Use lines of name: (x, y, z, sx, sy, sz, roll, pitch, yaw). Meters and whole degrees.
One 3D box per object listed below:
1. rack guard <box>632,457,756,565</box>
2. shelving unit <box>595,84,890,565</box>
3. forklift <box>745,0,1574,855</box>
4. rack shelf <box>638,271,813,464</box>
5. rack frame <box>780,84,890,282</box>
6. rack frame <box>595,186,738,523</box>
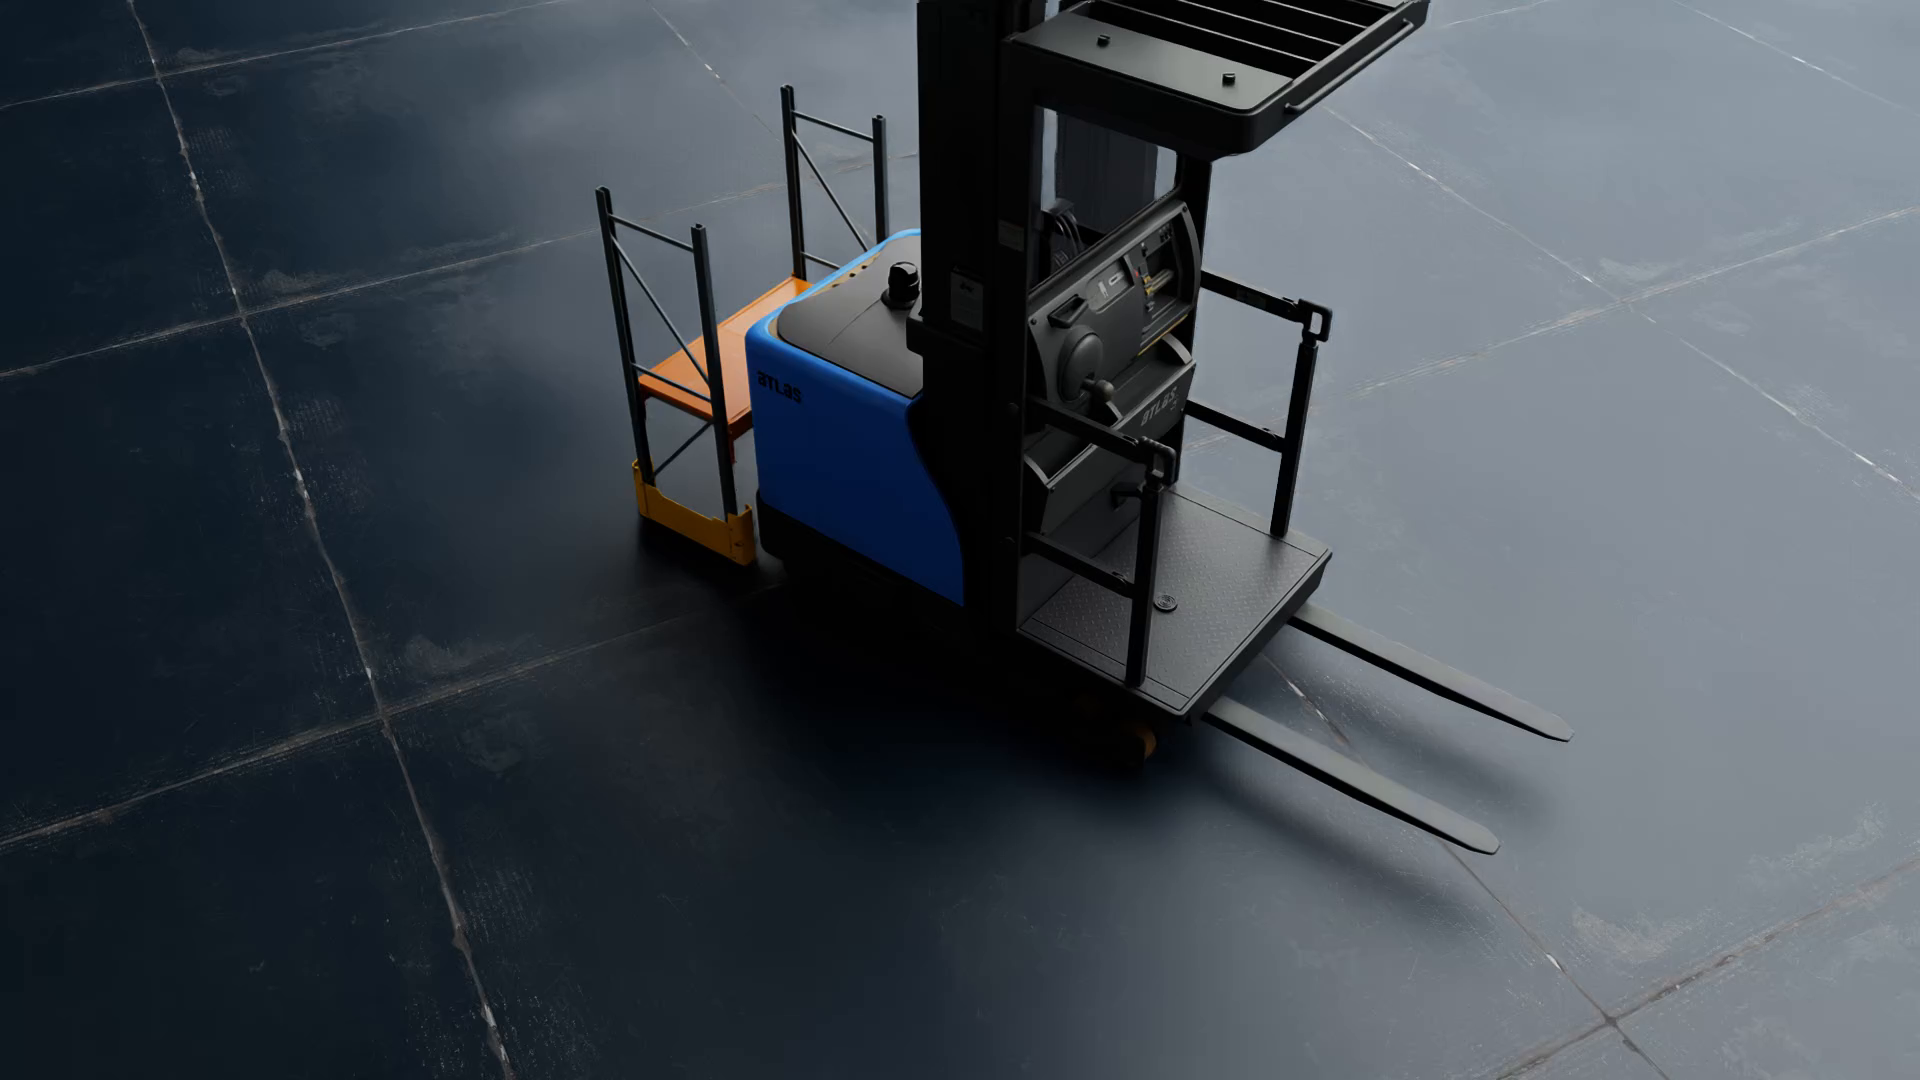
rack guard: (-1.072, -0.121, 6.699, 0.587, 0.250, 0.087, 25, 46, 26)
shelving unit: (-0.783, -0.860, 6.605, 0.587, 1.500, 1.083, 25, 46, 26)
forklift: (0.682, -0.724, 5.337, 3.031, 2.935, 1.130, 26, 47, 28)
rack shelf: (-0.789, -0.718, 6.716, 0.538, 0.185, 1.000, 25, 46, 26)
rack frame: (-0.494, -1.123, 6.916, 0.500, 1.500, 0.032, 25, 46, 26)
rack frame: (-1.083, -0.588, 6.283, 0.500, 1.500, 0.032, 25, 46, 26)
